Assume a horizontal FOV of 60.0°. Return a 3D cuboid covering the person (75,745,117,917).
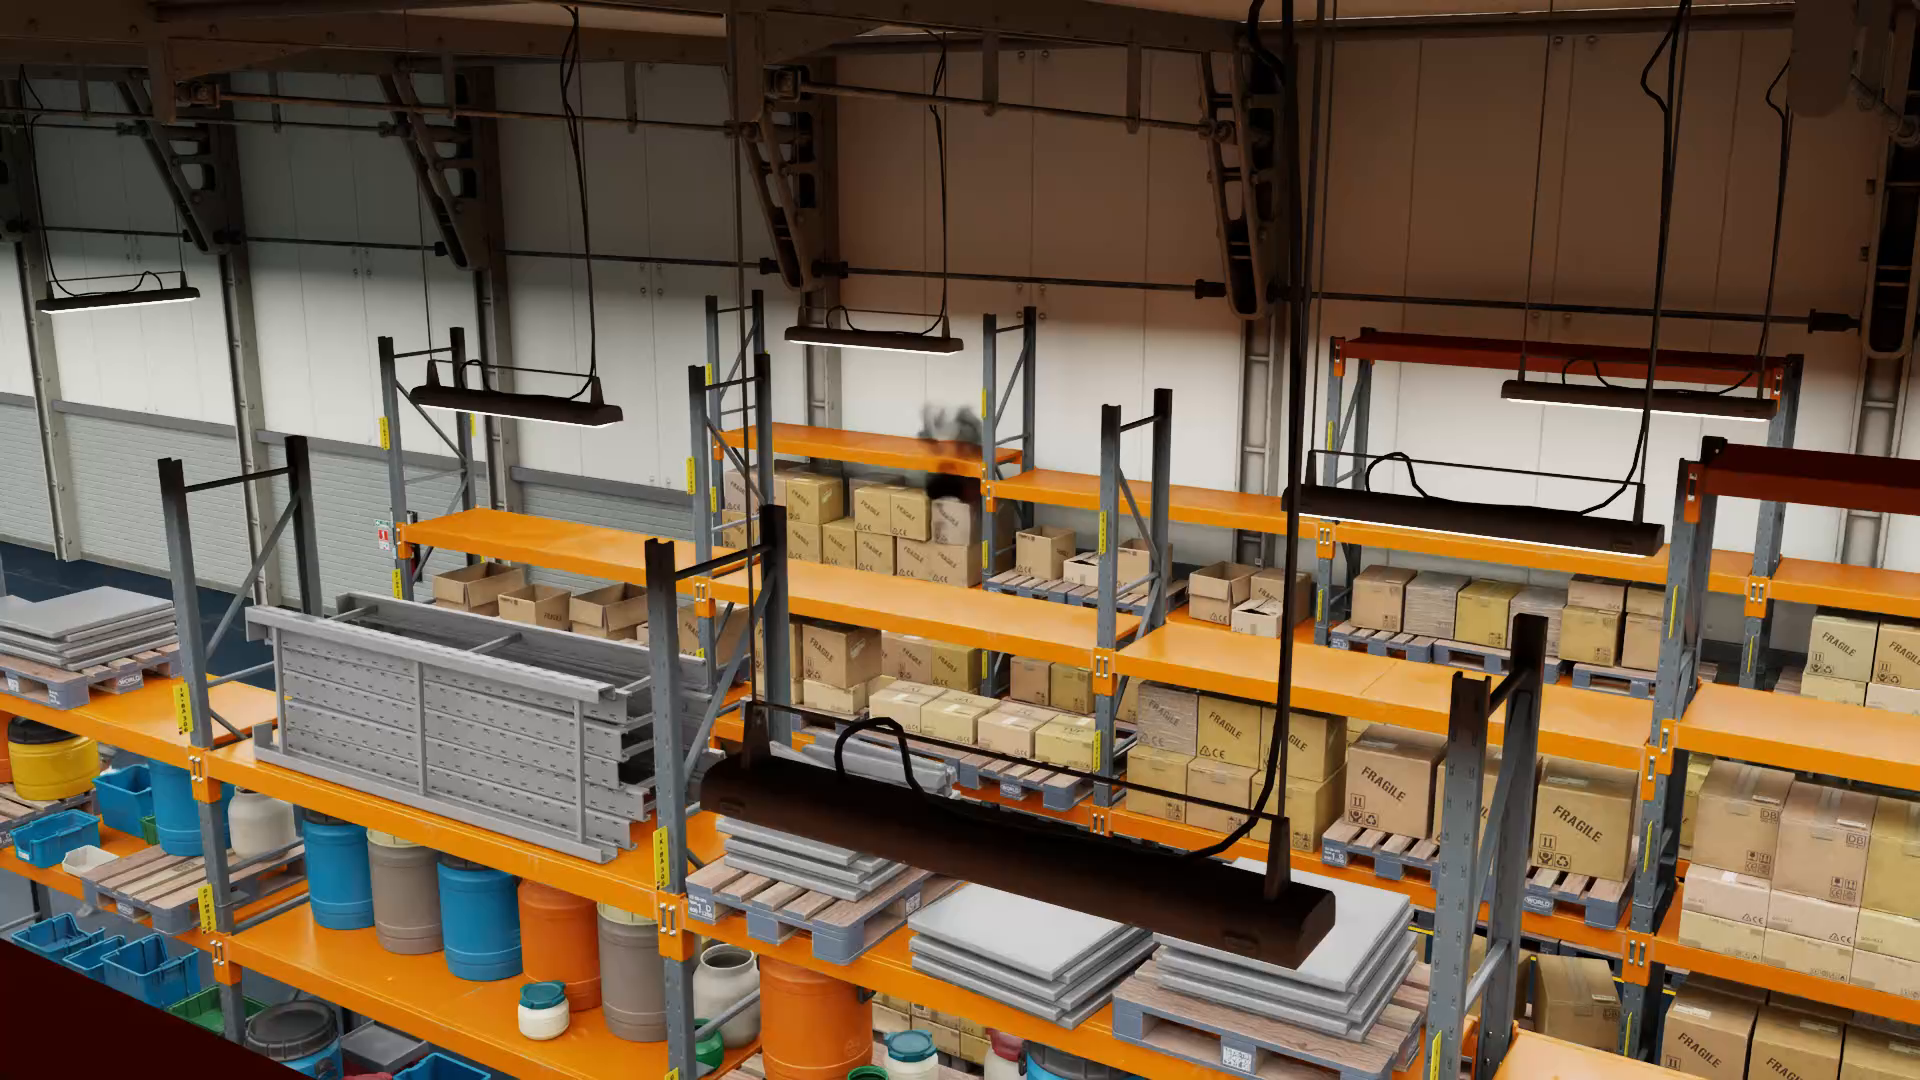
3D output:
[{"bbox_3d":[-8.929,3.024,17.439,0.822,1.830,0.670,-7,15,-25],"label":"person"}]
